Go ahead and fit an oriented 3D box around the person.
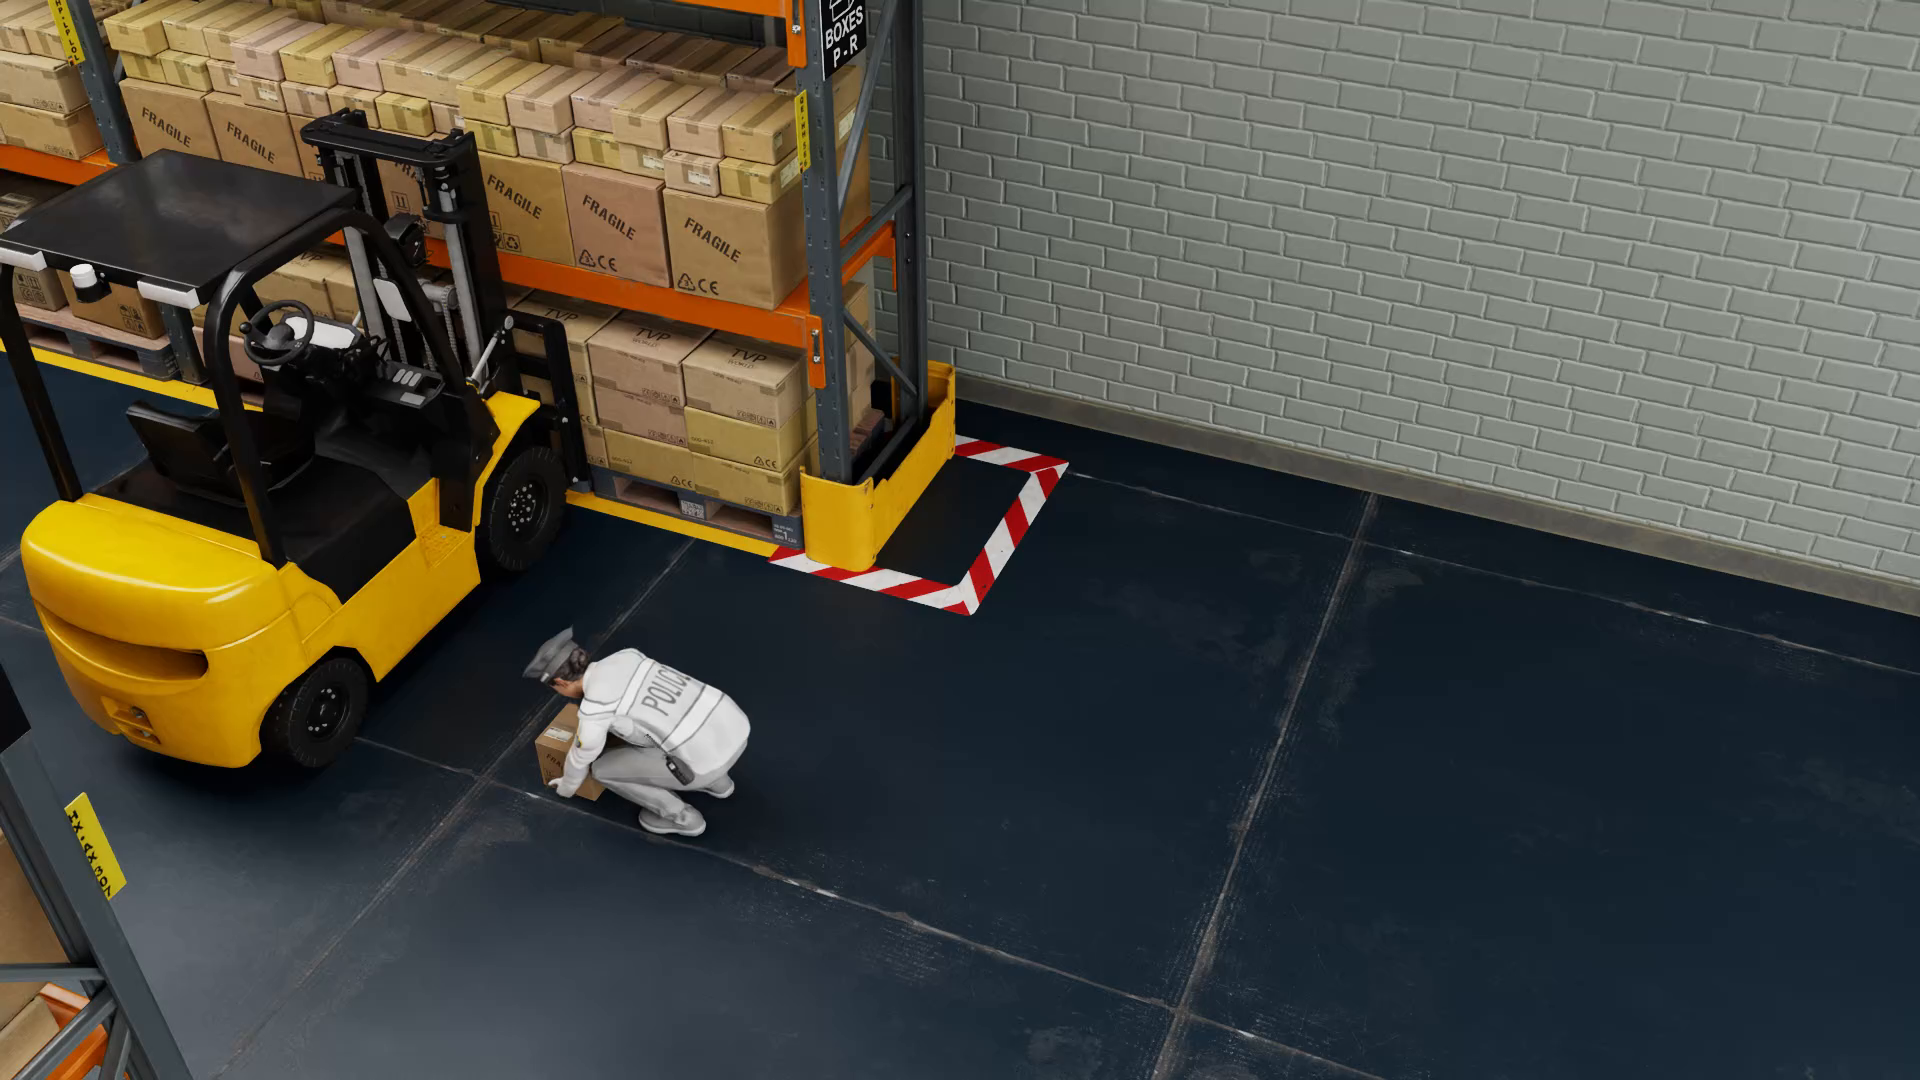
[{"bbox_3d":[-1.142,0.409,6.267,0.562,1.687,0.461,15,40,18],"label":"person"}]
